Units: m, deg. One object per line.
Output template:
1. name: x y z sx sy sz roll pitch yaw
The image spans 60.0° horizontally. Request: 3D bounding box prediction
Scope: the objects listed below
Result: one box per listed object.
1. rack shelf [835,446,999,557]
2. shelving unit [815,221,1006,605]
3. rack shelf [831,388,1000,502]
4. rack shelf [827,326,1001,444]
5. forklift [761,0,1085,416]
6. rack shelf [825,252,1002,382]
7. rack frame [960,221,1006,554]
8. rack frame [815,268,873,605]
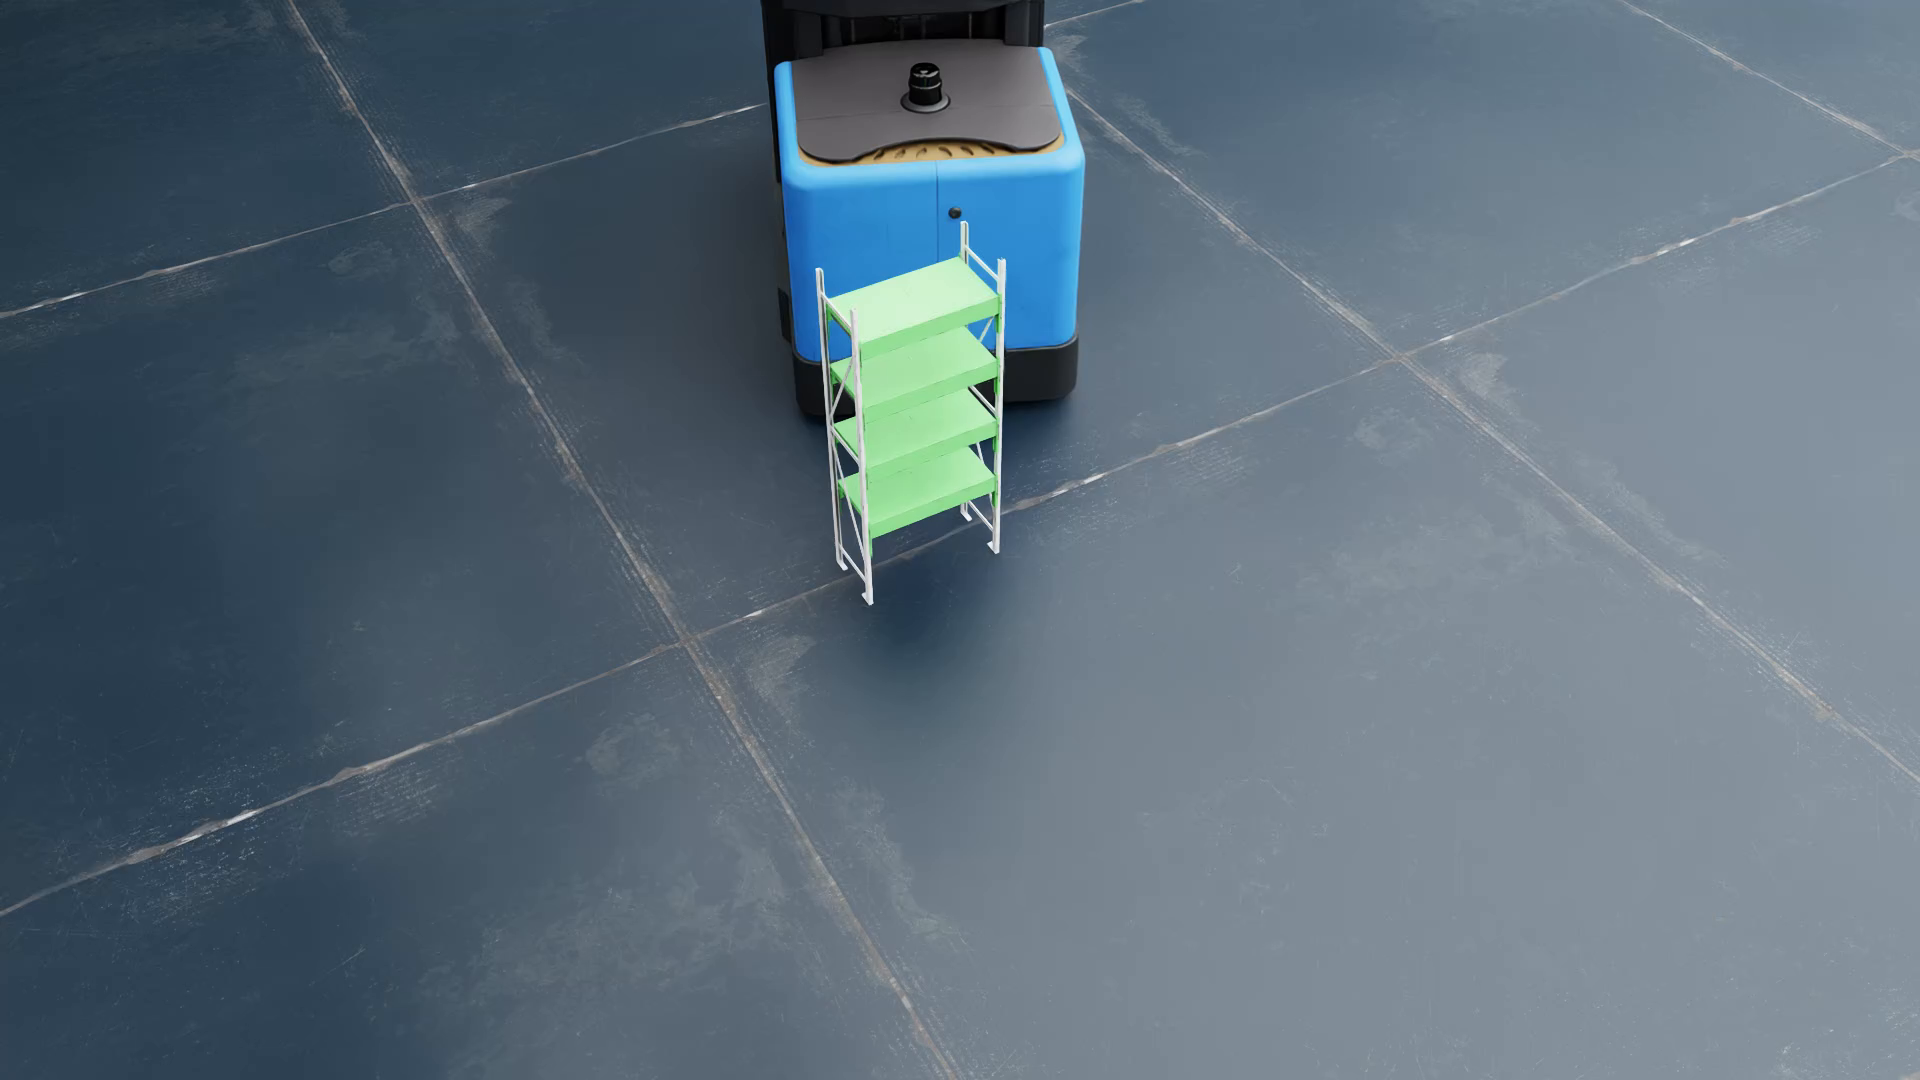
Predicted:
1. rack shelf: -0.144 -0.155 5.485 0.480 0.148 0.258 -22 48 -21
2. shelving unit: -0.144 -0.373 5.273 0.503 1.200 0.258 -22 48 -21
3. rack shelf: -0.144 -0.327 5.317 0.480 0.148 0.258 -22 48 -21
4. rack shelf: -0.144 -0.500 5.150 0.480 0.148 0.258 -22 48 -21
5. forklift: -0.247 -2.537 6.260 1.130 2.935 3.031 -5 44 -5
6. rack shelf: -0.144 -0.672 4.983 0.480 0.148 0.258 -22 48 -21
7. rack frame: 0.068 -0.458 5.360 0.015 1.200 0.240 -22 48 -21
8. rack frame: -0.355 -0.288 5.186 0.015 1.200 0.240 -22 48 -21
